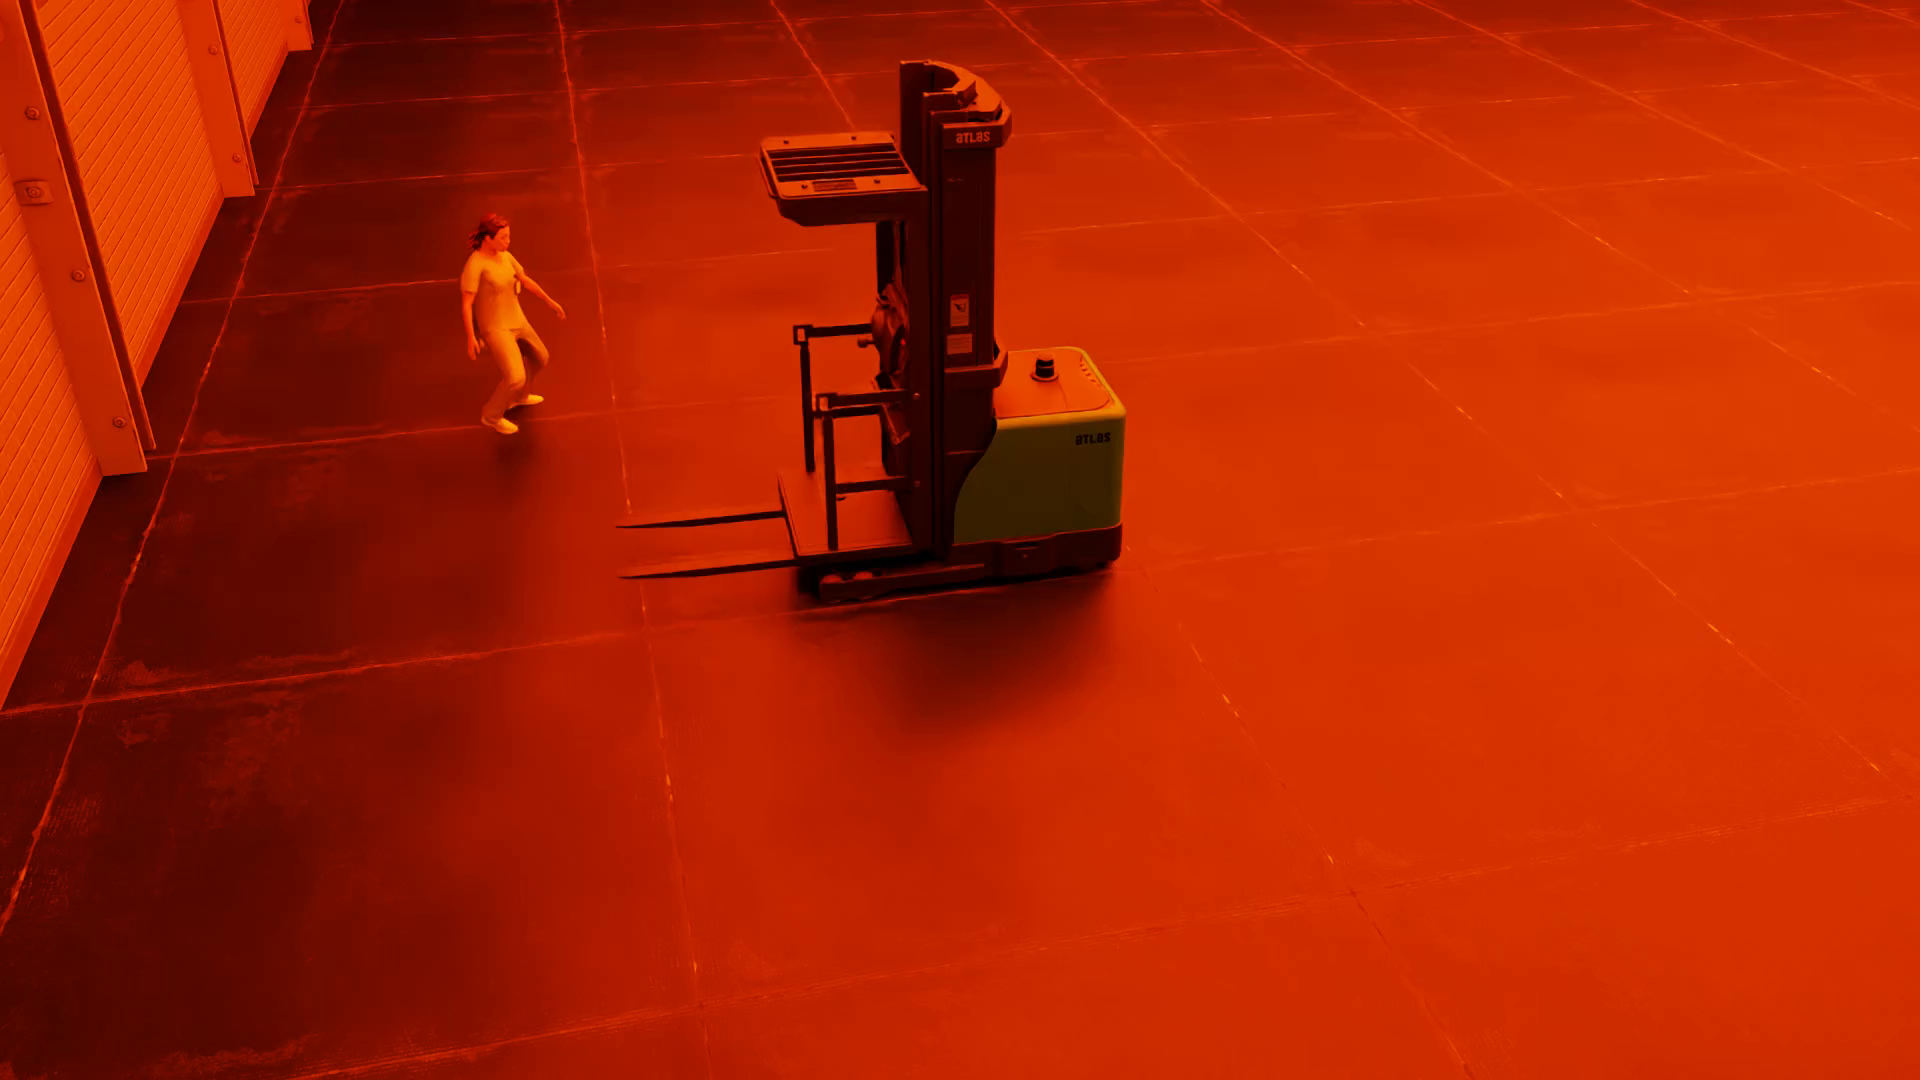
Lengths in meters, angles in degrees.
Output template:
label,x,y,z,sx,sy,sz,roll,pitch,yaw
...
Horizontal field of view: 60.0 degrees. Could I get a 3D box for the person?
label,x,y,z,sx,sy,sz,roll,pitch,yaw
person,-3.151,-1.506,11.572,0.618,1.563,0.835,13,33,22

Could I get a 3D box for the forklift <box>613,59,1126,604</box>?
label,x,y,z,sx,sy,sz,roll,pitch,yaw
forklift,-0.586,-1.181,9.614,3.031,2.935,1.130,-6,31,-10
